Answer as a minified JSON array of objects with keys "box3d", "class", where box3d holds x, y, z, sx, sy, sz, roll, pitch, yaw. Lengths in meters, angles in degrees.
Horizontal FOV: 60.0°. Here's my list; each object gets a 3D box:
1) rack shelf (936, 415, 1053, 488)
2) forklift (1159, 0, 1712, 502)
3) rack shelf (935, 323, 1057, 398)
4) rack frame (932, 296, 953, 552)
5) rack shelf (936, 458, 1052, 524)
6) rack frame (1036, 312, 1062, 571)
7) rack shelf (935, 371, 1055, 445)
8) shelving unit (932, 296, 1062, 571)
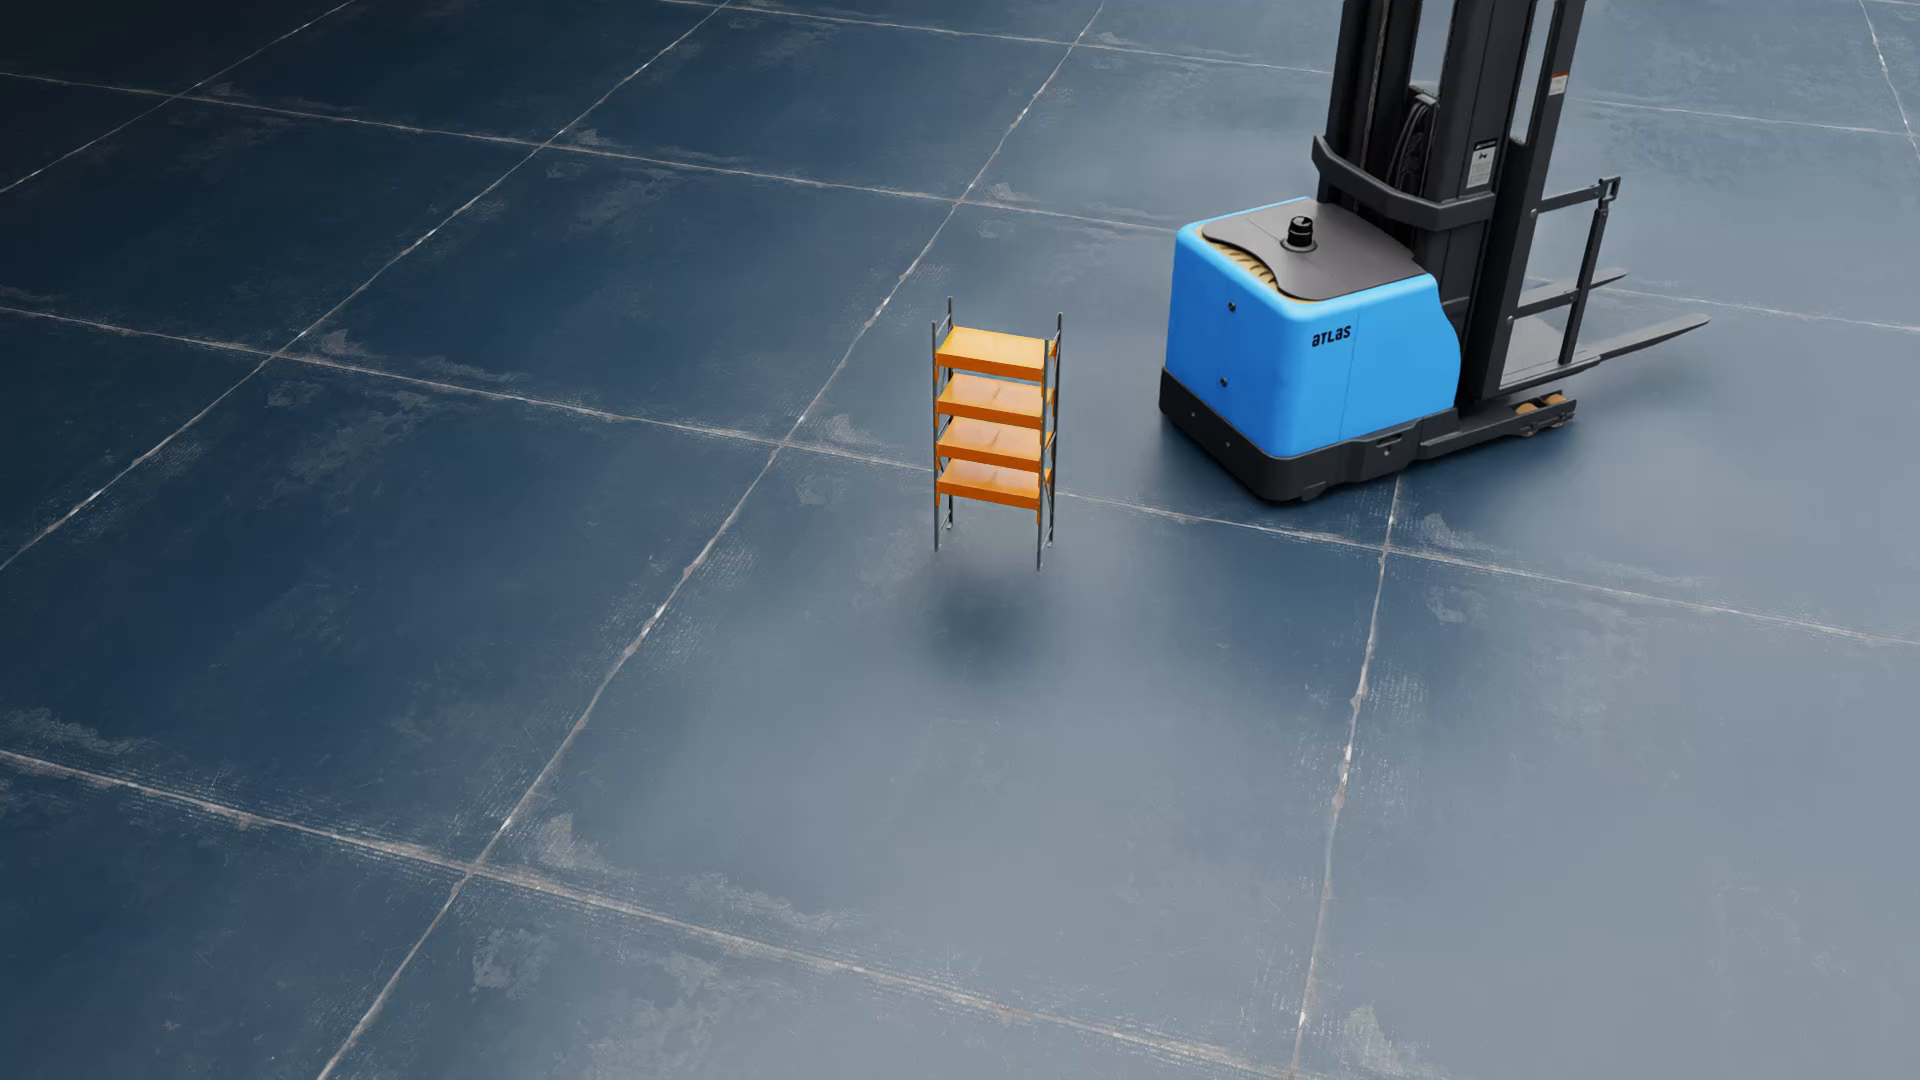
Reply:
[{"box3d":[0.158,-0.400,7.394,0.480,0.148,0.258,10,38,14],"class":"rack shelf"},{"box3d":[2.574,-1.968,7.952,3.031,2.935,1.130,-17,40,-21],"class":"forklift"},{"box3d":[0.158,-0.770,7.122,0.480,0.148,0.258,10,38,14],"class":"rack shelf"},{"box3d":[-0.075,-0.497,7.413,0.015,1.200,0.240,10,38,14],"class":"rack frame"},{"box3d":[0.158,-0.240,7.512,0.480,0.148,0.258,10,38,14],"class":"rack shelf"},{"box3d":[0.391,-0.411,7.296,0.015,1.200,0.240,10,38,14],"class":"rack frame"},{"box3d":[0.158,-0.580,7.262,0.480,0.148,0.258,10,38,14],"class":"rack shelf"},{"box3d":[0.158,-0.454,7.355,0.503,1.200,0.258,10,38,14],"class":"shelving unit"}]
